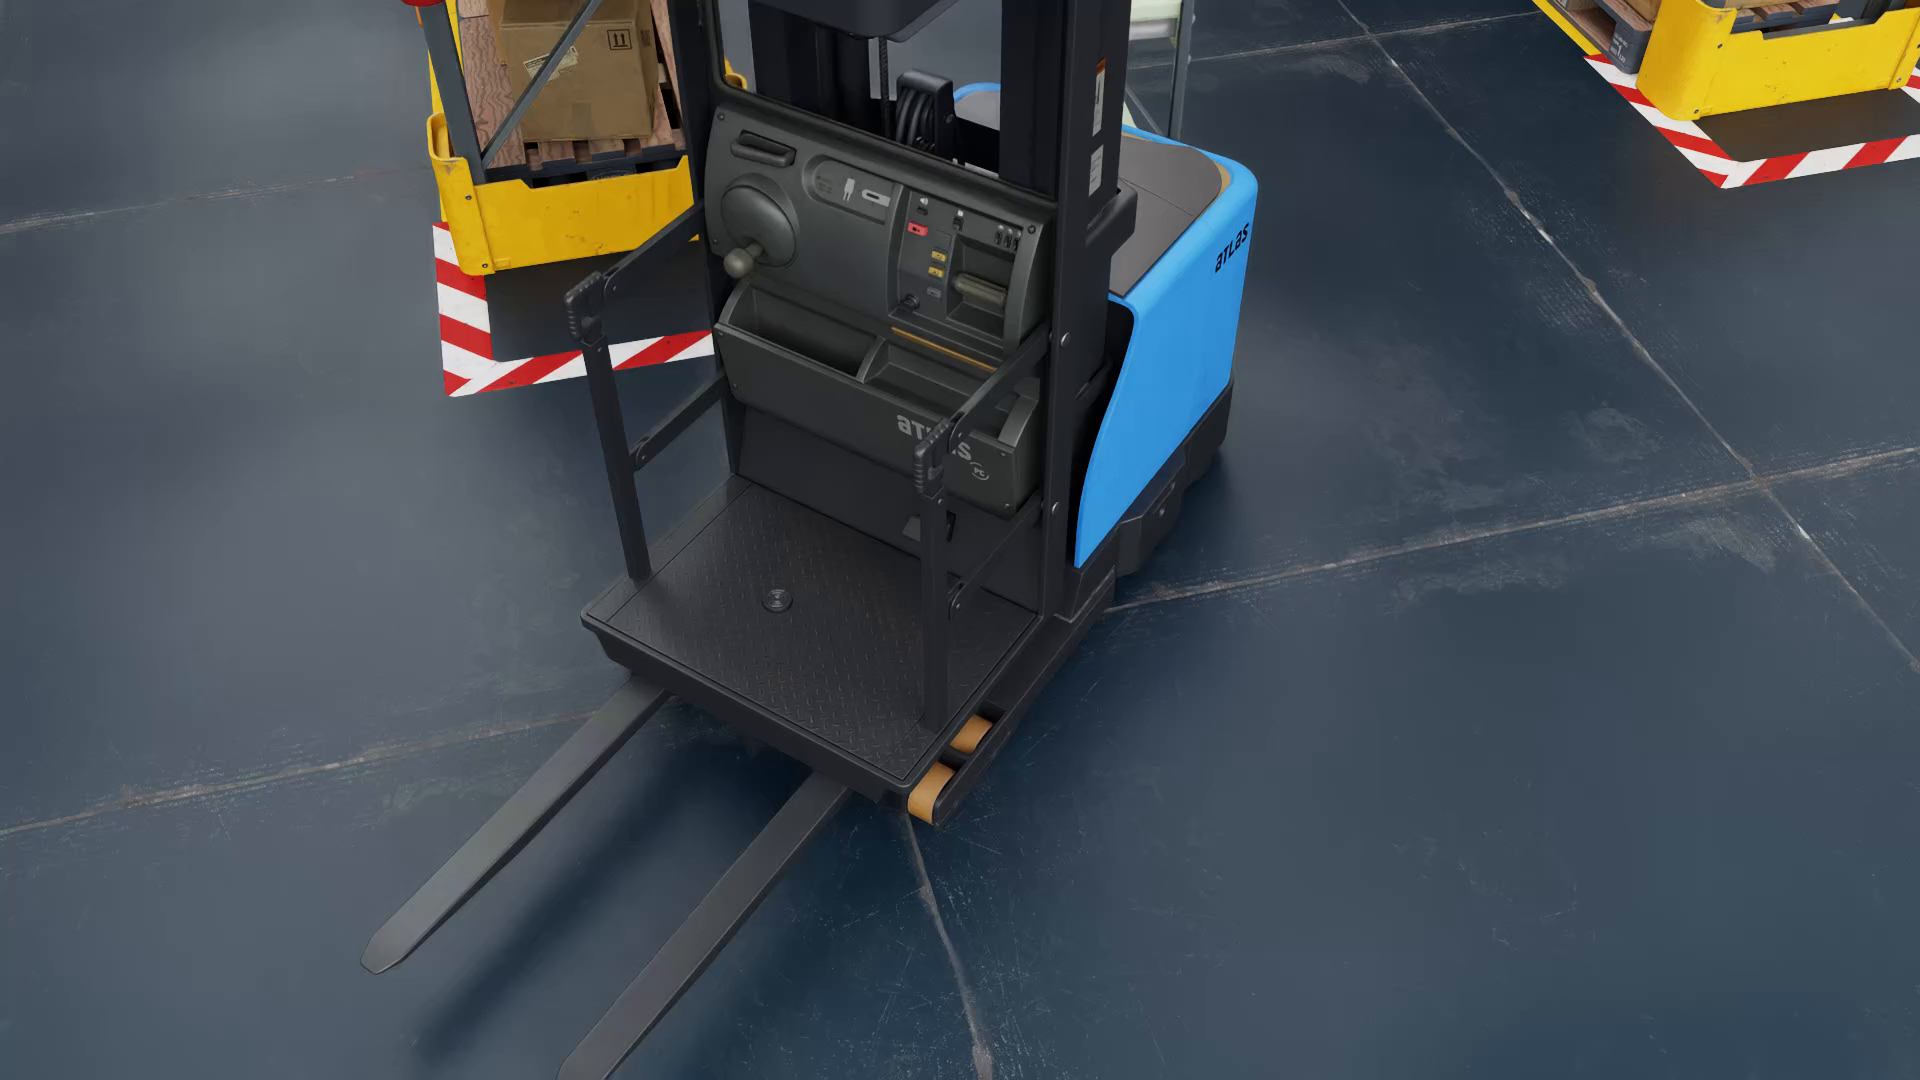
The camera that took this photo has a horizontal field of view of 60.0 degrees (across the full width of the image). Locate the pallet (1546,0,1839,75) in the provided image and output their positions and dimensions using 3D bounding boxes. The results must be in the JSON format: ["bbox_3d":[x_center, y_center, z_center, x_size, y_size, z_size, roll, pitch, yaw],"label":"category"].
[{"bbox_3d":[3.217,-2.600,7.650,1.003,0.211,1.213,-11,47,-10],"label":"pallet"}]

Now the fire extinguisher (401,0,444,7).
[{"bbox_3d":[-1.739,-2.011,5.174,0.296,0.674,0.183,-11,47,-10],"label":"fire extinguisher"}]

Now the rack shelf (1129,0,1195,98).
[{"bbox_3d":[0.444,-1.737,5.356,0.431,0.370,0.720,-7,46,-7],"label":"rack shelf"}]

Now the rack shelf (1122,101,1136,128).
[{"bbox_3d":[0.444,-1.236,5.868,0.431,0.370,0.720,-7,46,-7],"label":"rack shelf"}]

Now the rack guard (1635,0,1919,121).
[{"bbox_3d":[3.504,-2.147,7.004,1.175,0.500,0.348,-11,47,-10],"label":"rack guard"}]

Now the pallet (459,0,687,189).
[{"bbox_3d":[-1.516,-1.845,6.910,1.003,0.211,1.213,-11,47,-10],"label":"pallet"}]

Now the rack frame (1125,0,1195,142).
[{"bbox_3d":[0.506,-1.207,5.382,0.400,1.500,0.023,-7,46,-7],"label":"rack frame"}]

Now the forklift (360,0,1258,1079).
[{"bbox_3d":[-0.336,-0.649,3.834,1.130,2.935,3.031,24,50,22],"label":"forklift"}]

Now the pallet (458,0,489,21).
[{"bbox_3d":[-1.825,-2.685,7.734,1.003,0.211,1.213,-11,47,-10],"label":"pallet"}]

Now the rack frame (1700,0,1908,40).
[{"bbox_3d":[3.497,-3.038,6.127,1.000,3.000,0.127,-11,47,-10],"label":"rack frame"}]

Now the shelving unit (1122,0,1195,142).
[{"bbox_3d":[0.444,-1.464,5.635,0.431,1.500,0.755,-7,46,-7],"label":"shelving unit"}]

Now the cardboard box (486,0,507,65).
[{"bbox_3d":[-1.653,-2.314,6.873,0.500,0.500,0.500,0,46,0],"label":"cardboard box"}]

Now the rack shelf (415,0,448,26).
[{"bbox_3d":[-1.835,-3.330,6.917,1.077,0.370,4.000,-11,47,-10],"label":"rack shelf"}]

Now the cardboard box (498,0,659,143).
[{"bbox_3d":[-1.467,-1.907,6.475,0.500,0.500,0.500,-3,46,-3],"label":"cardboard box"}]

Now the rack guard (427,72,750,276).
[{"bbox_3d":[-1.343,-1.379,6.251,1.175,0.500,0.348,-11,47,-10],"label":"rack guard"}]

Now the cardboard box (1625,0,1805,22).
[{"bbox_3d":[3.260,-2.897,7.183,0.875,0.875,0.875,-10,47,-10],"label":"cardboard box"}]

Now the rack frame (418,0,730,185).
[{"bbox_3d":[-1.323,-2.201,5.307,1.000,3.000,0.127,-11,47,-10],"label":"rack frame"}]
